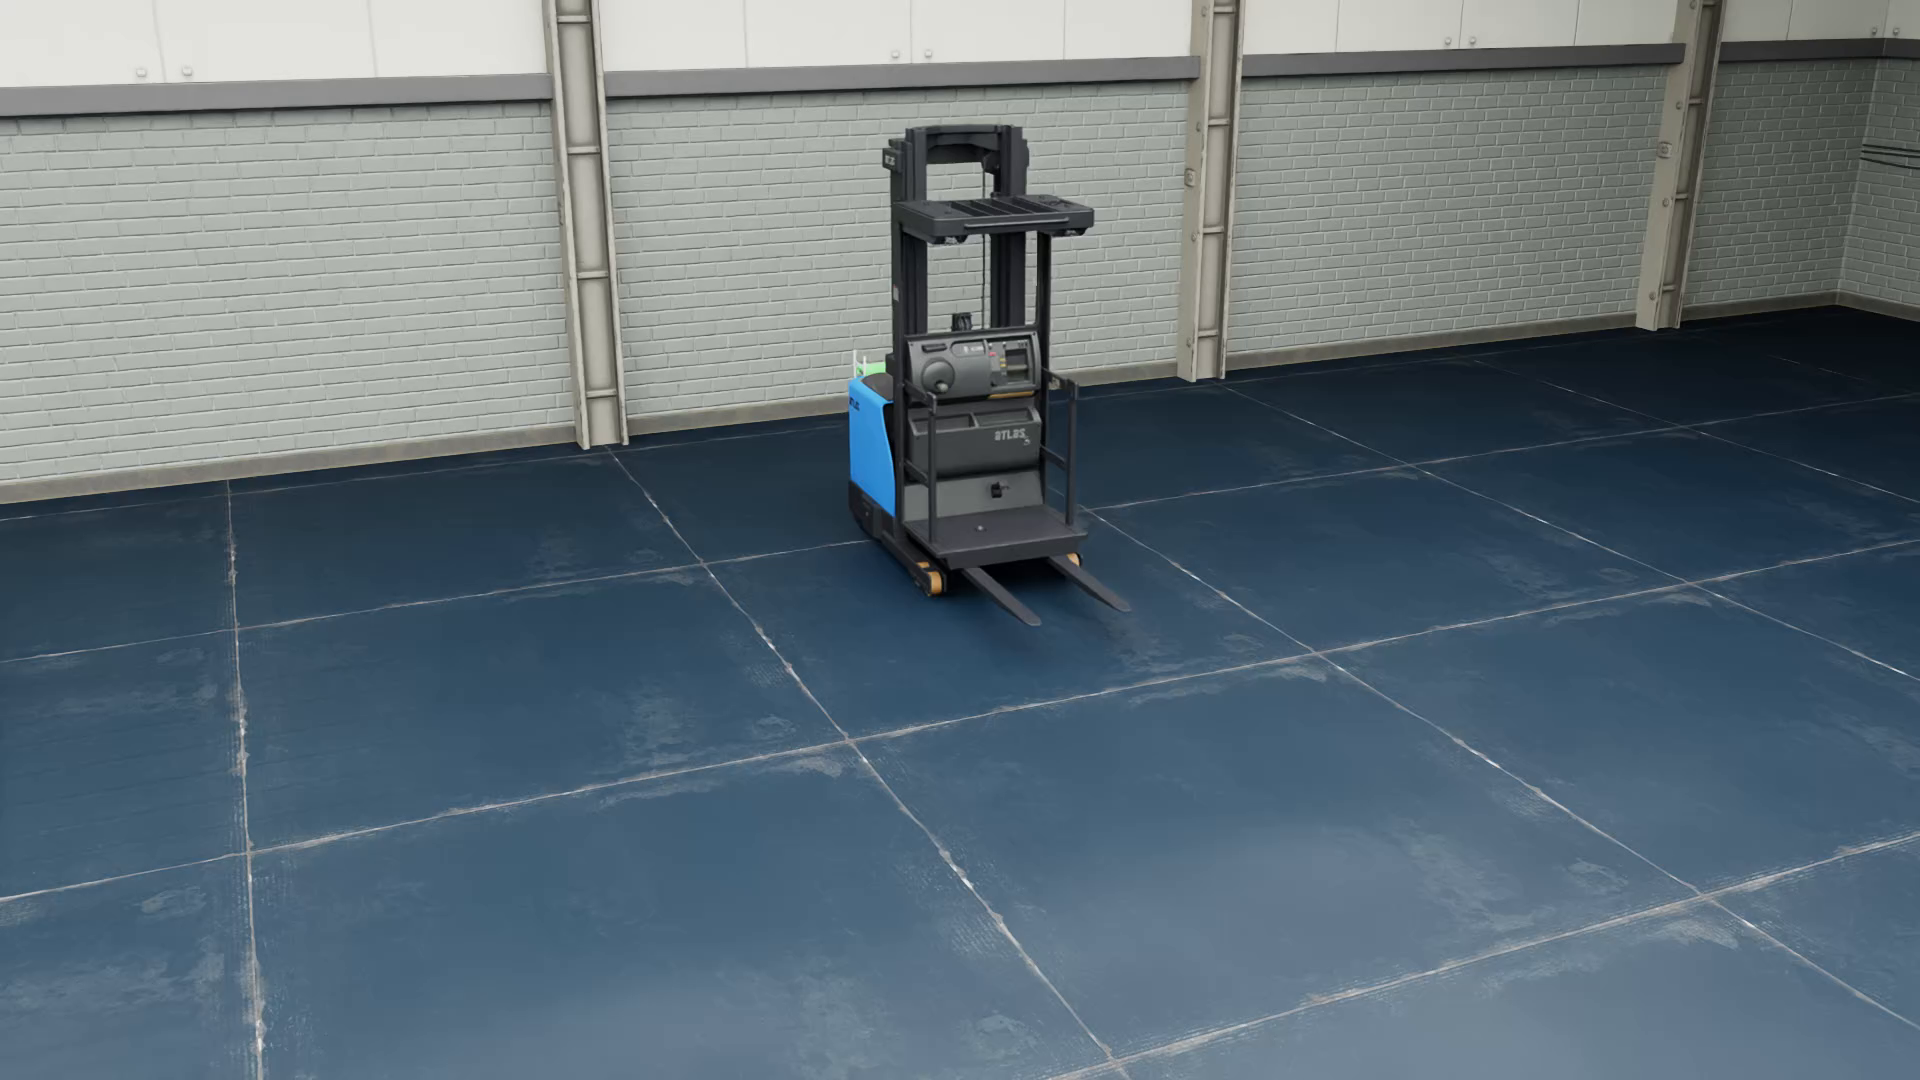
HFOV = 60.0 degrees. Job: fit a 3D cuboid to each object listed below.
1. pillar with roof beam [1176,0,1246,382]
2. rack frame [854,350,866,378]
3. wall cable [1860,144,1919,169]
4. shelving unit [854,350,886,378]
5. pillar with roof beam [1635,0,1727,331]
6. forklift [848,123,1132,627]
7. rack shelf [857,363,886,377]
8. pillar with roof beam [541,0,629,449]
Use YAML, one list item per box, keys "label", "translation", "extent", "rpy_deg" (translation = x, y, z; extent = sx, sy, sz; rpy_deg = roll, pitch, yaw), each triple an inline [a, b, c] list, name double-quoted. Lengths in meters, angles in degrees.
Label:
- label: "pillar with roof beam"
  translation: [4.114, -4.567, 11.444]
  extent: [0.400, 9.000, 9.100]
  rpy_deg: [-8, 21, -22]
- label: "rack frame"
  translation: [-0.745, -0.823, 12.552]
  extent: [0.015, 1.200, 0.240]
  rpy_deg: [-8, 21, -21]
- label: "wall cable"
  translation: [11.147, -5.189, 17.885]
  extent: [0.112, 2.526, 3.097]
  rpy_deg: [-8, 21, -22]
- label: "shelving unit"
  translation: [-0.519, -0.853, 12.639]
  extent: [0.503, 1.200, 0.258]
  rpy_deg: [-8, 21, -21]
- label: "pillar with roof beam"
  translation: [9.624, -5.357, 13.686]
  extent: [0.400, 9.000, 9.100]
  rpy_deg: [-8, 21, -22]
- label: "forklift"
  translation: [0.182, -1.170, 10.930]
  extent: [1.130, 2.935, 3.031]
  rpy_deg: [-7, 21, -20]
- label: "rack shelf"
  translation: [-0.519, -1.246, 12.501]
  extent: [0.480, 0.148, 0.258]
  rpy_deg: [-8, 21, -21]
- label: "pillar with roof beam"
  translation: [-1.395, -3.778, 9.202]
  extent: [0.400, 9.000, 9.100]
  rpy_deg: [-8, 21, -22]
